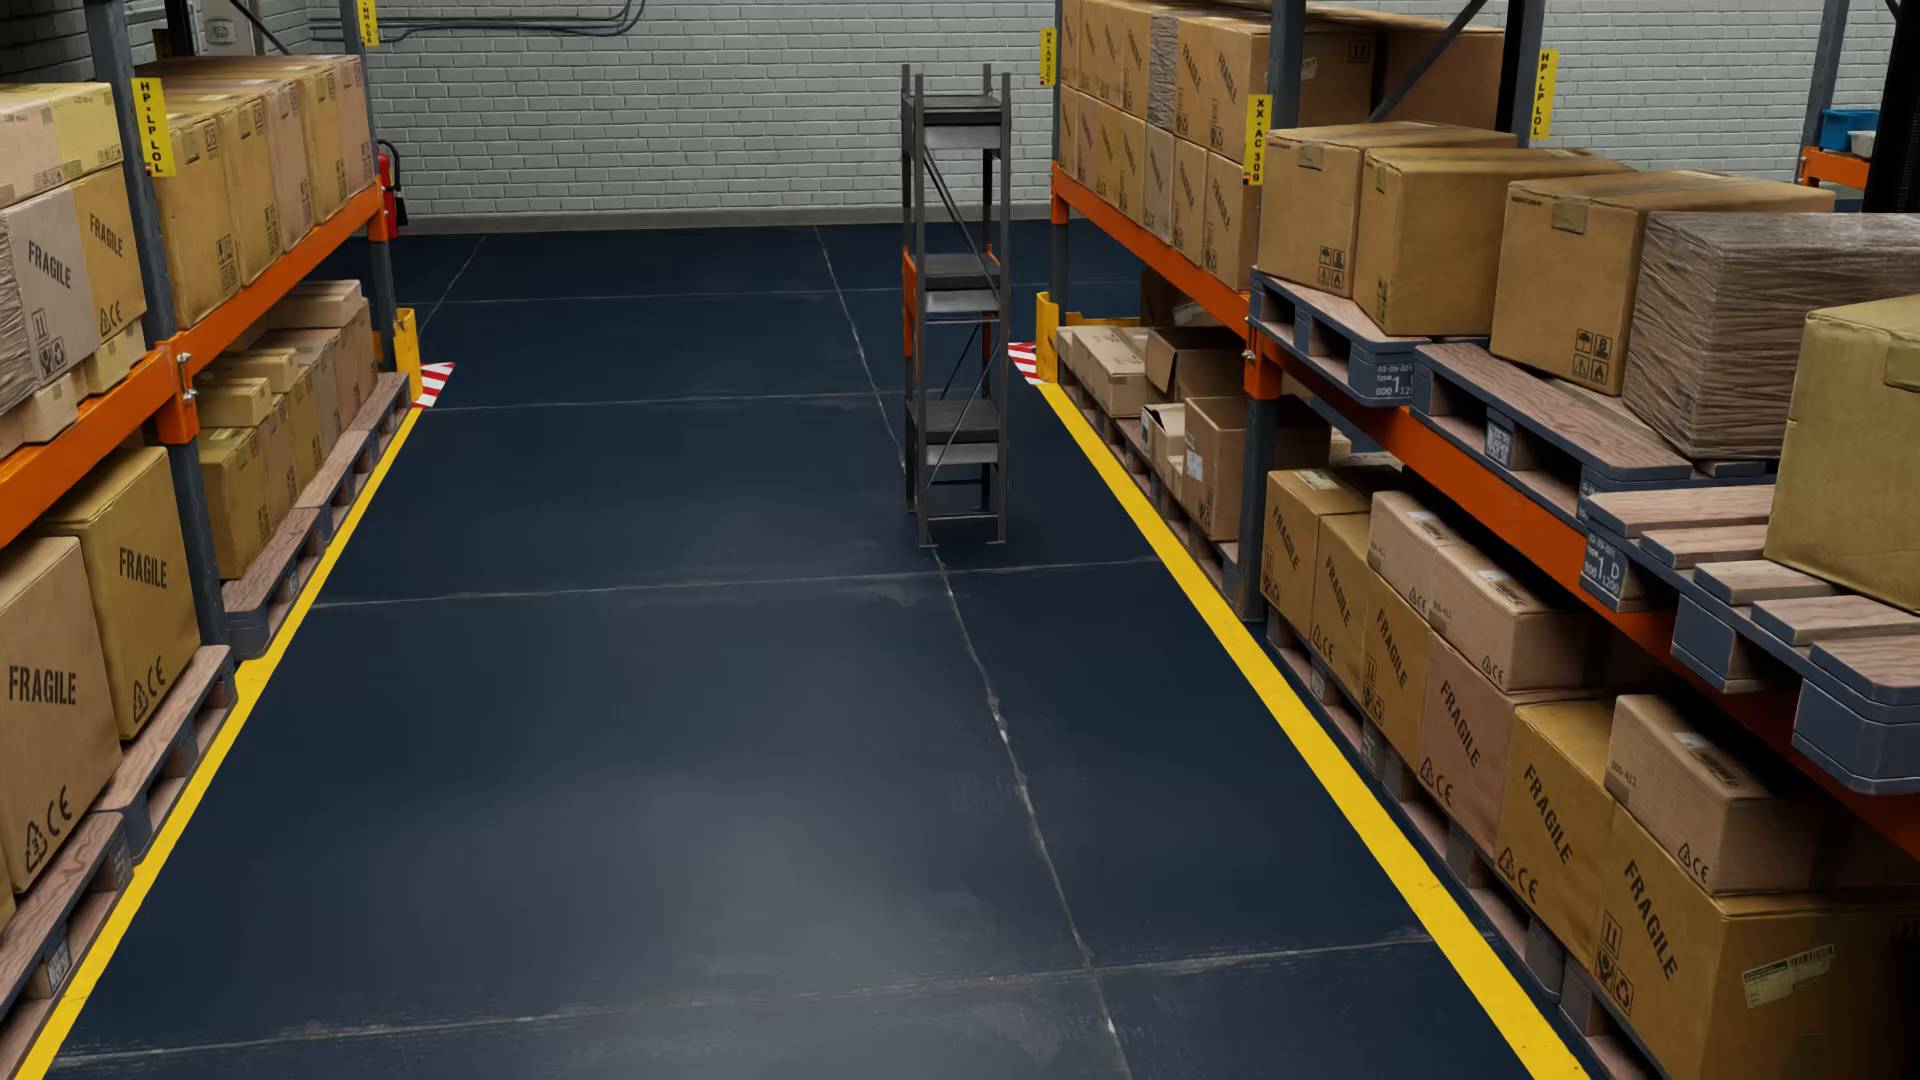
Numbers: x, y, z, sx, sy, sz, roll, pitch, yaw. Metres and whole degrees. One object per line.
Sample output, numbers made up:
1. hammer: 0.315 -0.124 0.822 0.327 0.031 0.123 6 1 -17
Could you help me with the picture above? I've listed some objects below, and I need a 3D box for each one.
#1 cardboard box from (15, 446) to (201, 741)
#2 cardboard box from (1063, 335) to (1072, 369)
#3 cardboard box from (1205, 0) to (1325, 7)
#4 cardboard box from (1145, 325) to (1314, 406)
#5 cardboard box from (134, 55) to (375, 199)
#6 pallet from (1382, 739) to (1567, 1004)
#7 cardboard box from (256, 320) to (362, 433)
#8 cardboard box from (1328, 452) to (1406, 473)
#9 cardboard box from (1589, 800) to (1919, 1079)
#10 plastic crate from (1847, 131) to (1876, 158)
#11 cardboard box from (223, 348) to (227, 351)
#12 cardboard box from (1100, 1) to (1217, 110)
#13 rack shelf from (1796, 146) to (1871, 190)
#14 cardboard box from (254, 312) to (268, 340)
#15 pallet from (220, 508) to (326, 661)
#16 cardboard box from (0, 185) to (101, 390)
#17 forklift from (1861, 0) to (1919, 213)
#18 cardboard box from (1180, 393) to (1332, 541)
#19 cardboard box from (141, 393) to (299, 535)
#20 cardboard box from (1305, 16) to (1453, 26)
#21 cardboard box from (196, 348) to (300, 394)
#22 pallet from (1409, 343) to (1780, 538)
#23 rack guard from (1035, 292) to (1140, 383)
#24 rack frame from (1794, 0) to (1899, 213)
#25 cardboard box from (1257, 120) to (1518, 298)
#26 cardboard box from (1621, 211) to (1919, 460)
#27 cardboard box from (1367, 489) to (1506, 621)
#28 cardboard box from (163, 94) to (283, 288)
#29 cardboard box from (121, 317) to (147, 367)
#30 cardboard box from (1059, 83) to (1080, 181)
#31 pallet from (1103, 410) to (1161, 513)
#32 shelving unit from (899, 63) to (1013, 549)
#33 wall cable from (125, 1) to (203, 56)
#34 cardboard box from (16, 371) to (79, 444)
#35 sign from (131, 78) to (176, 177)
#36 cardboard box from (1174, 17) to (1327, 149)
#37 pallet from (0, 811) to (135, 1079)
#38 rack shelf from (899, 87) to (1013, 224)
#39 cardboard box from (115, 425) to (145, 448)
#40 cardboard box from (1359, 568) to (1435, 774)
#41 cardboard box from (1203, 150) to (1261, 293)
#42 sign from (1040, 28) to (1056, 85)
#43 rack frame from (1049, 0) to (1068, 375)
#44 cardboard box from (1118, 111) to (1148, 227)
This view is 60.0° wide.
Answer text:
1. cardboard box: -3.038 0.173 5.437 0.750 0.750 0.750 -3 21 -7
2. cardboard box: 0.820 -1.121 9.852 0.380 0.166 0.250 -3 21 -8
3. cardboard box: 1.553 -2.512 8.583 0.500 0.500 0.500 -2 21 -6
4. cardboard box: 1.365 -0.793 8.492 0.797 0.503 0.637 -3 21 -8
5. cardboard box: -3.754 -2.205 8.903 0.980 0.700 0.700 -2 21 -5
6. pallet: 1.974 0.903 4.997 1.003 0.211 1.213 -3 21 -8
7. cardboard box: -3.565 -0.855 8.692 0.700 0.500 0.500 -3 21 -8
8. cardboard box: 1.794 -0.209 7.203 0.500 0.311 0.500 -3 21 -8
9. cardboard box: 1.850 0.931 3.879 0.500 0.500 0.500 -2 21 -6
10. plastic crate: 5.640 -2.427 10.219 0.250 0.136 0.298 -3 21 -8
11. cardboard box: -3.633 -0.839 7.721 0.380 0.149 0.250 -3 21 -9
12. cardboard box: 1.017 -2.486 8.512 0.500 0.500 0.500 -3 21 -7
13. rack shelf: 6.255 -1.710 9.037 1.077 0.370 4.000 -3 21 -8
14. cardboard box: -3.744 -1.104 8.429 0.380 0.149 0.250 -3 21 -7
15. pallet: -3.293 0.184 6.923 1.003 0.211 1.213 -3 21 -8
16. cardboard box: -2.861 -0.728 4.781 0.500 0.500 0.500 -3 21 -7
17. forklift: 4.192 -0.990 6.178 3.031 2.935 1.130 5 21 14
18. cardboard box: 1.278 -0.325 7.242 0.500 0.500 0.500 -3 21 -8
19. cardboard box: -3.336 -0.319 7.256 0.700 0.500 0.500 -3 21 -8
20. cardboard box: 1.776 -1.978 7.152 0.500 0.500 0.500 -4 21 -9
21. cardboard box: -3.211 -0.758 7.503 0.380 0.149 0.250 -4 21 -9
22. pallet: 1.932 -0.305 4.519 1.003 0.211 1.213 -3 21 -8
23. rack guard: 1.075 -1.294 10.466 1.175 0.500 0.348 -3 21 -8
24. rack frame: 5.966 -2.740 10.765 1.000 3.000 0.127 -3 21 -8
25. cardboard box: 1.488 -1.175 5.831 0.700 0.500 0.500 -10 23 -26
26. cardboard box: 2.072 -0.504 4.035 0.700 0.500 0.500 1 20 2
27. cardboard box: 1.613 0.033 5.212 0.500 0.250 0.500 -3 21 -8
28. cardboard box: -3.423 -1.438 6.849 0.980 0.700 0.700 -3 21 -9
29. cardboard box: -2.932 -0.644 5.484 0.380 0.149 0.250 -3 21 -7
30. cardboard box: 0.867 -2.371 9.635 0.500 0.500 0.500 -2 21 -7
31. pallet: 1.363 -0.461 8.650 1.003 0.211 1.213 -3 21 -8
32. shelving unit: -0.024 -1.041 7.502 0.431 2.100 0.503 -3 21 -8
33. wall cable: -4.958 -3.112 10.309 0.084 1.984 1.851 -3 21 -8
34. cardboard box: -2.783 -0.378 4.770 0.380 0.149 0.250 -3 21 -8
35. sign: -2.725 -1.391 5.613 0.100 0.325 0.005 -3 21 -8
36. cardboard box: 1.235 -1.961 7.107 0.500 0.500 0.500 -3 21 -9
37. pallet: -2.896 1.138 4.369 1.003 0.211 1.213 -3 21 -8
38. rack shelf: -0.024 -1.684 7.262 0.431 0.518 0.480 -3 21 -8
39. cardboard box: -3.443 -0.389 6.515 0.380 0.149 0.250 -3 21 -8
40. cardboard box: 1.622 0.396 5.313 0.500 0.500 0.500 -3 21 -7
41. cardboard box: 1.315 -1.313 6.803 0.500 0.500 0.500 -3 21 -7
42. sign: 0.527 -2.870 9.875 0.100 0.325 0.005 -3 21 -8
43. rack frame: 1.064 -2.491 10.100 1.000 3.000 0.127 -3 21 -8
44. cardboard box: 1.087 -1.846 8.228 0.500 0.500 0.500 -3 21 -7
